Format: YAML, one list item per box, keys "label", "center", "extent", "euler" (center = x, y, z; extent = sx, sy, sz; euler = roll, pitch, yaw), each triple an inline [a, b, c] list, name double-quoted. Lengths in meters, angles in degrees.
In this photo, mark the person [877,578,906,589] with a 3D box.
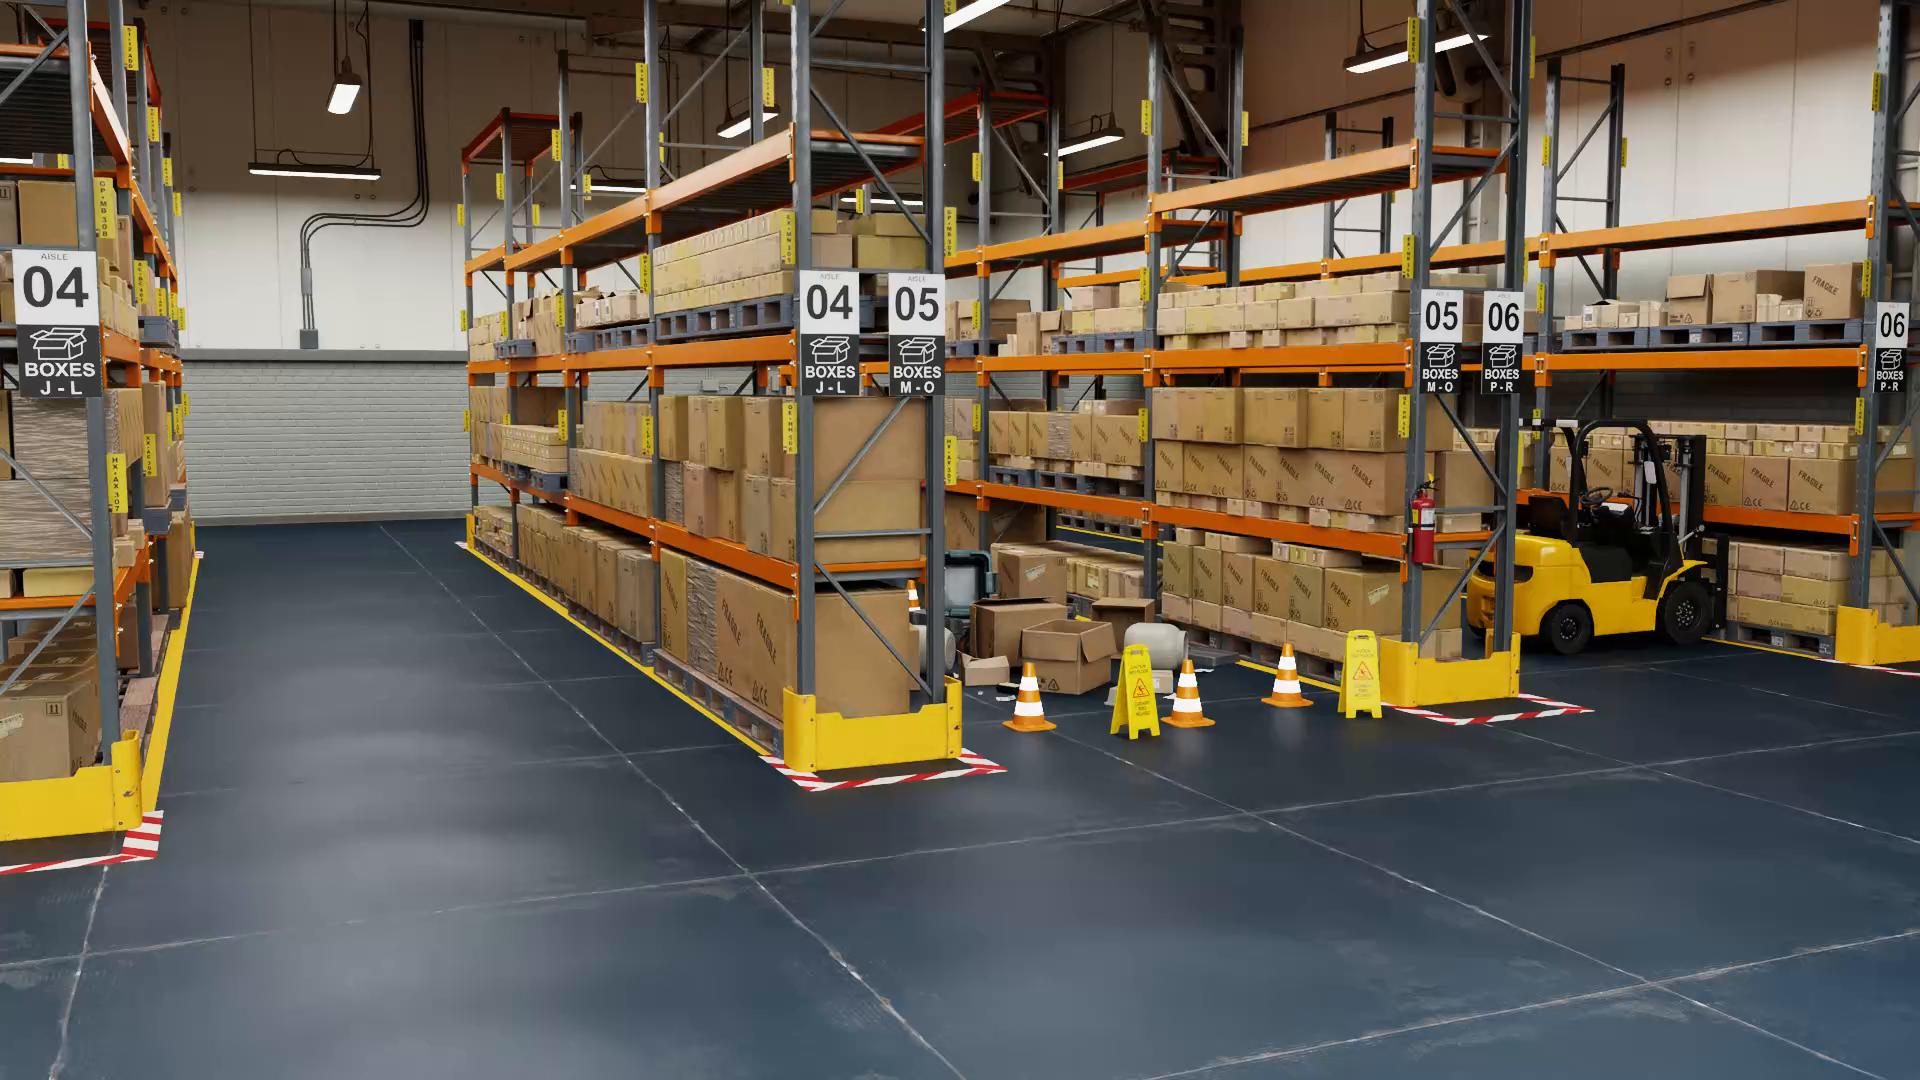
- label: "person"
  center: [-0.933, -0.229, 19.406]
  extent: [0.580, 1.703, 1.053]
  euler: [-4, 7, -37]
